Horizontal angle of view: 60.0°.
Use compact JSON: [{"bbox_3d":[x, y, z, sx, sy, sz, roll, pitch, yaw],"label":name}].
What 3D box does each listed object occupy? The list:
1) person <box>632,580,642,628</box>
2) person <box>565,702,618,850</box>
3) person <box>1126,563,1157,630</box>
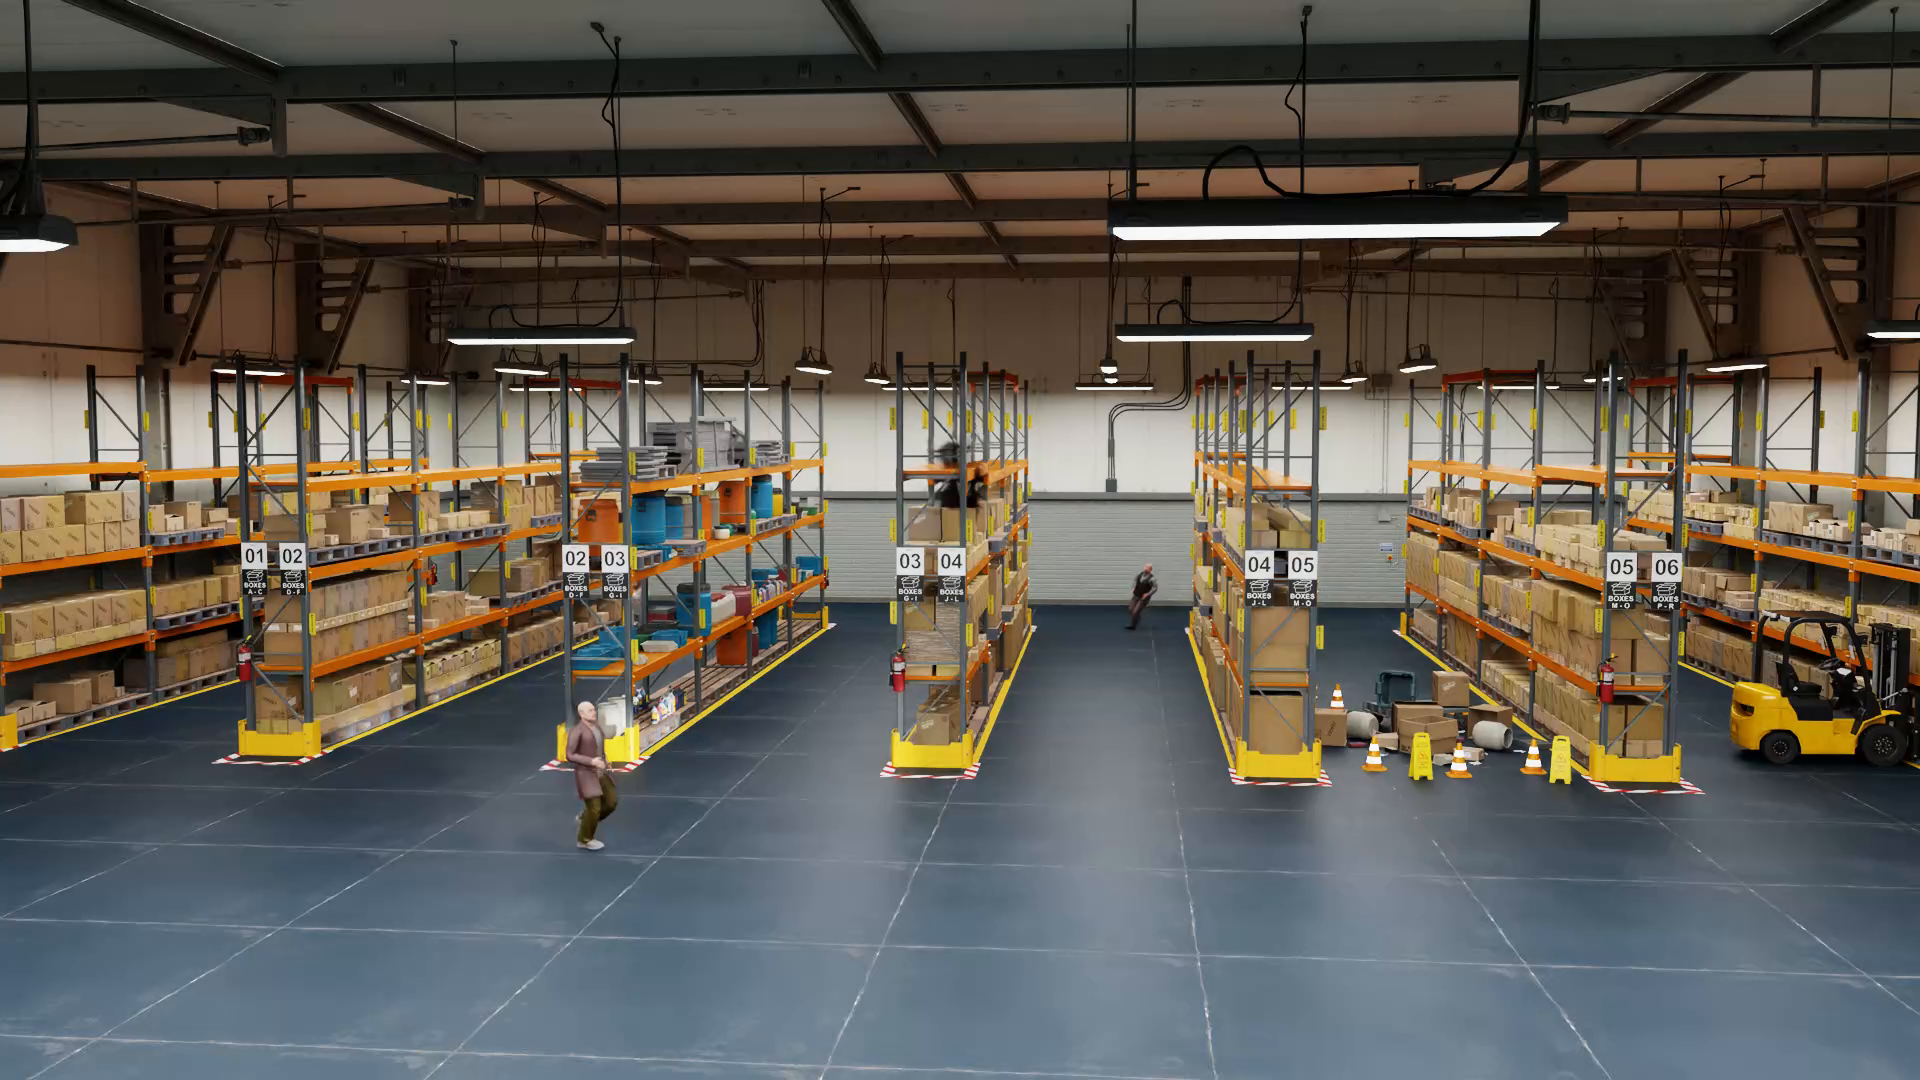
[{"bbox_3d":[-7.092,1.611,36.210,0.485,1.587,0.892,0,4,0],"label":"person"},{"bbox_3d":[-4.284,2.750,19.431,0.651,1.729,0.703,2,5,26],"label":"person"},{"bbox_3d":[4.367,1.357,39.948,0.842,1.615,0.588,3,5,34],"label":"person"}]
